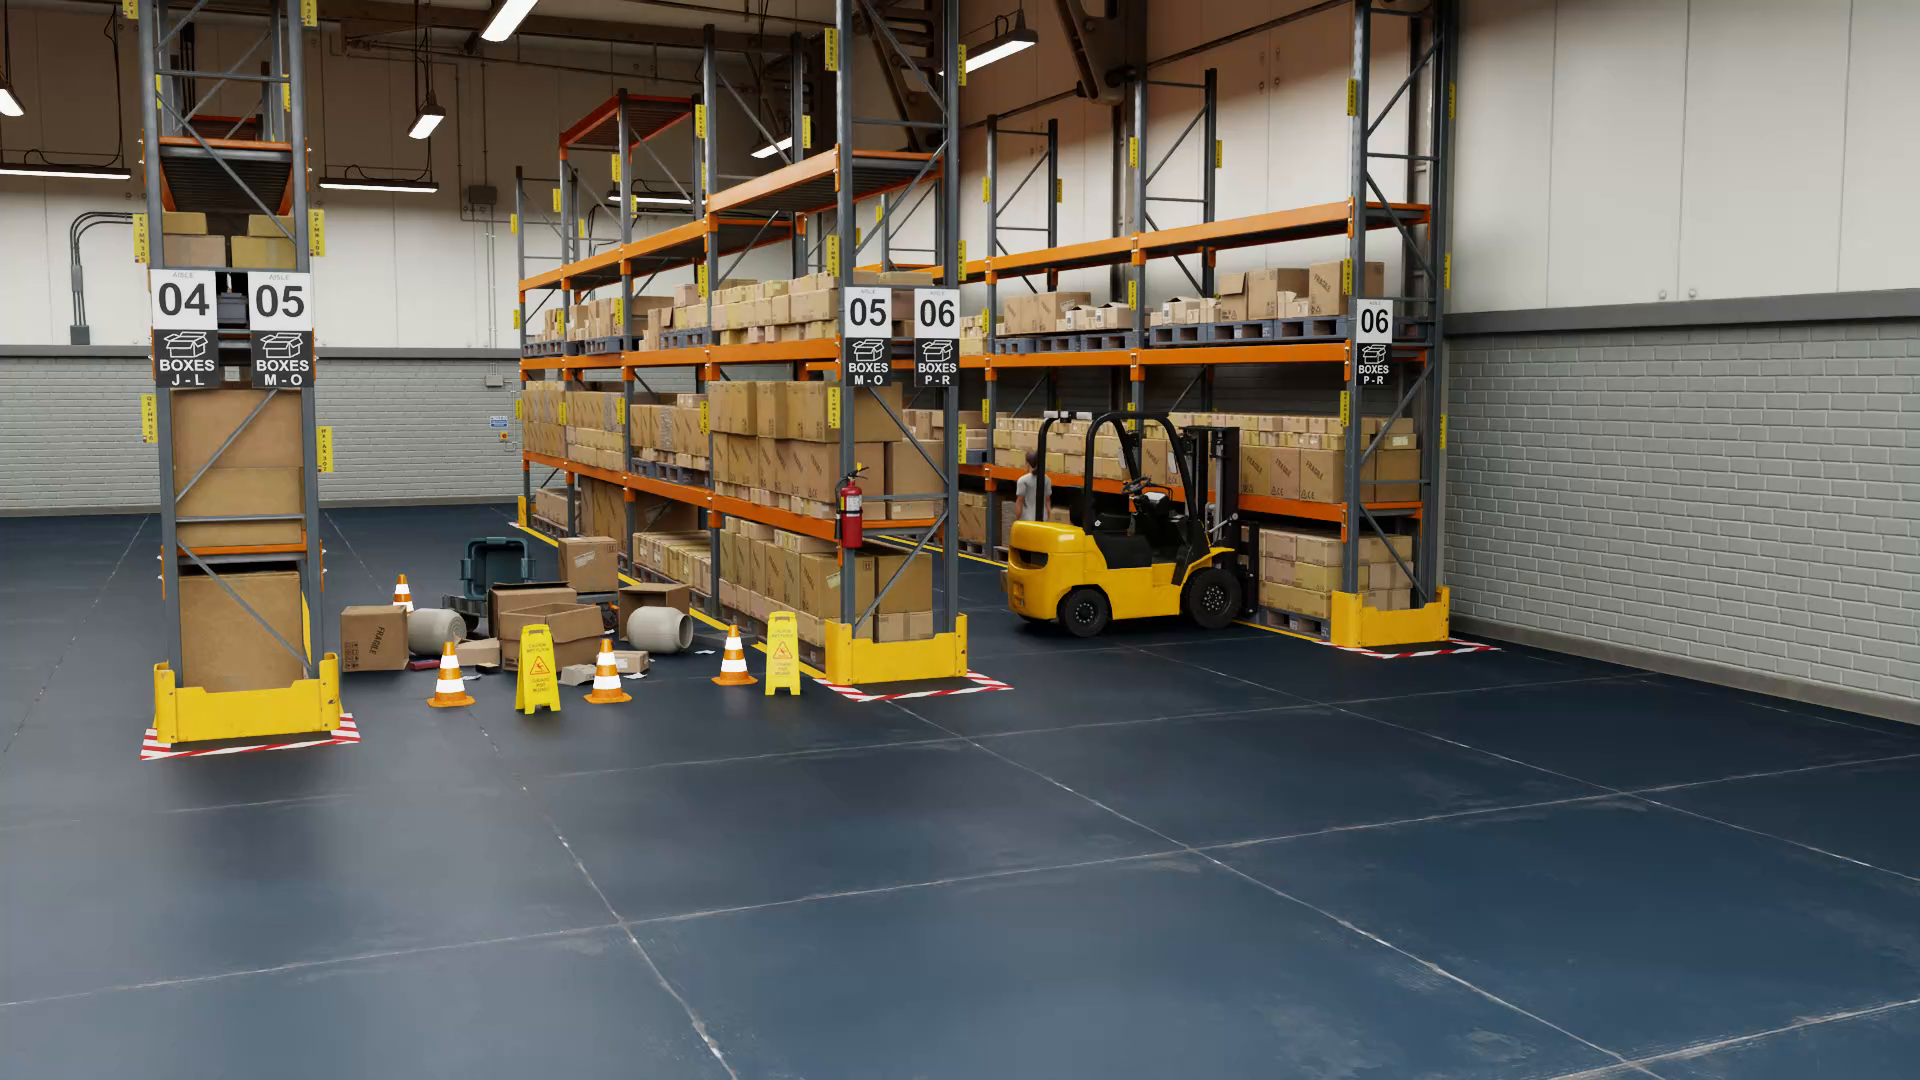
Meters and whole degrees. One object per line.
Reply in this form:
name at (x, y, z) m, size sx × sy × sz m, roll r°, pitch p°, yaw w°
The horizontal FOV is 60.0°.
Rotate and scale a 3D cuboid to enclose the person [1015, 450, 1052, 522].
person at (0.825, -0.180, 18.857) m, size 0.436 × 1.679 × 0.380 m, roll -2°, pitch 6°, yaw -23°
